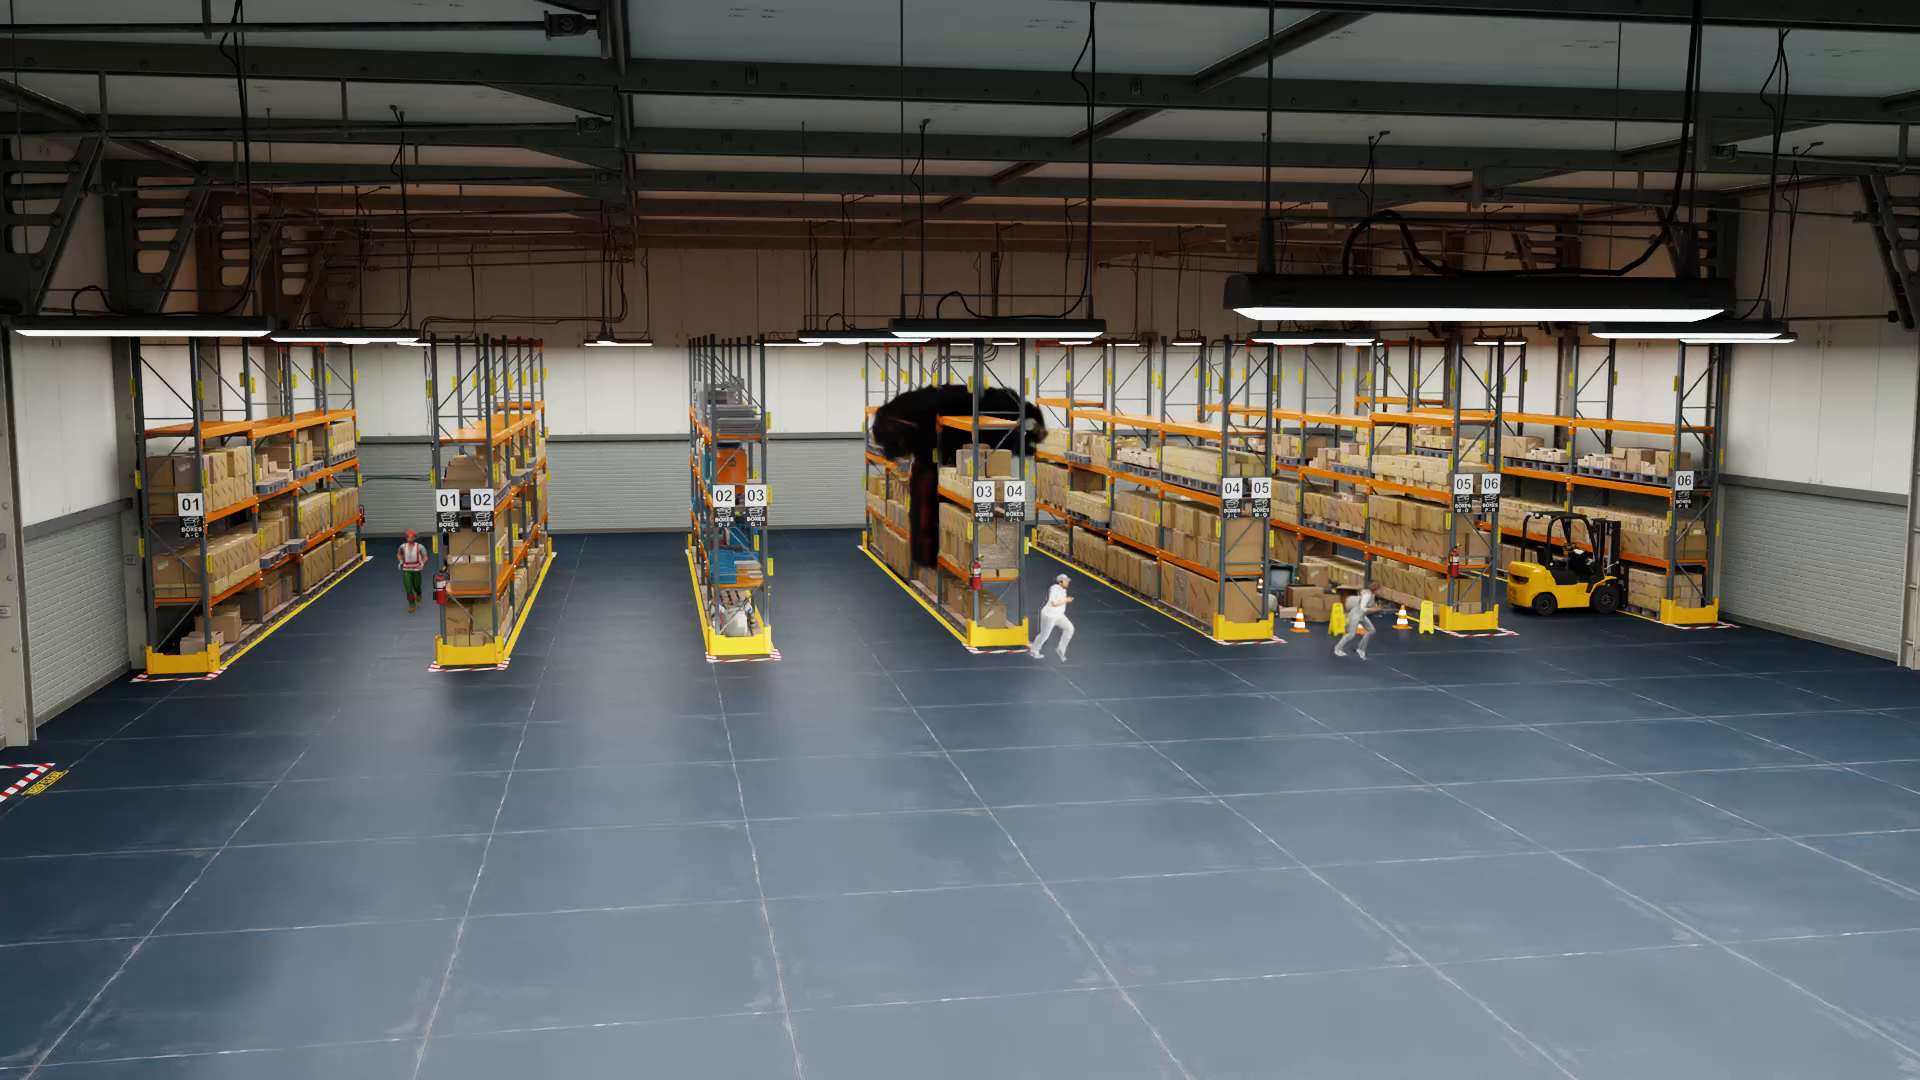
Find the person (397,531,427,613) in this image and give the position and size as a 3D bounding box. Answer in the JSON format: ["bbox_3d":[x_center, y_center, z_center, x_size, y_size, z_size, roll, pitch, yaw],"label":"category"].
[{"bbox_3d":[-12.045,0.673,36.558,0.656,1.774,0.845,-1,7,-10],"label":"person"}]

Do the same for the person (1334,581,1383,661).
[{"bbox_3d":[7.383,1.484,30.732,0.906,1.500,0.578,4,8,33],"label":"person"}]

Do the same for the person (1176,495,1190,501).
[{"bbox_3d":[6.931,-1.088,51.845,0.672,1.743,0.690,-4,8,-31],"label":"person"}]

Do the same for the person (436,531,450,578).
[{"bbox_3d":[-12.754,0.128,41.531,0.647,1.690,0.584,-1,7,-12],"label":"person"}]

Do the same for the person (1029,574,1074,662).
[{"bbox_3d":[1.691,1.431,30.495,0.892,1.635,0.593,4,7,29],"label":"person"}]
